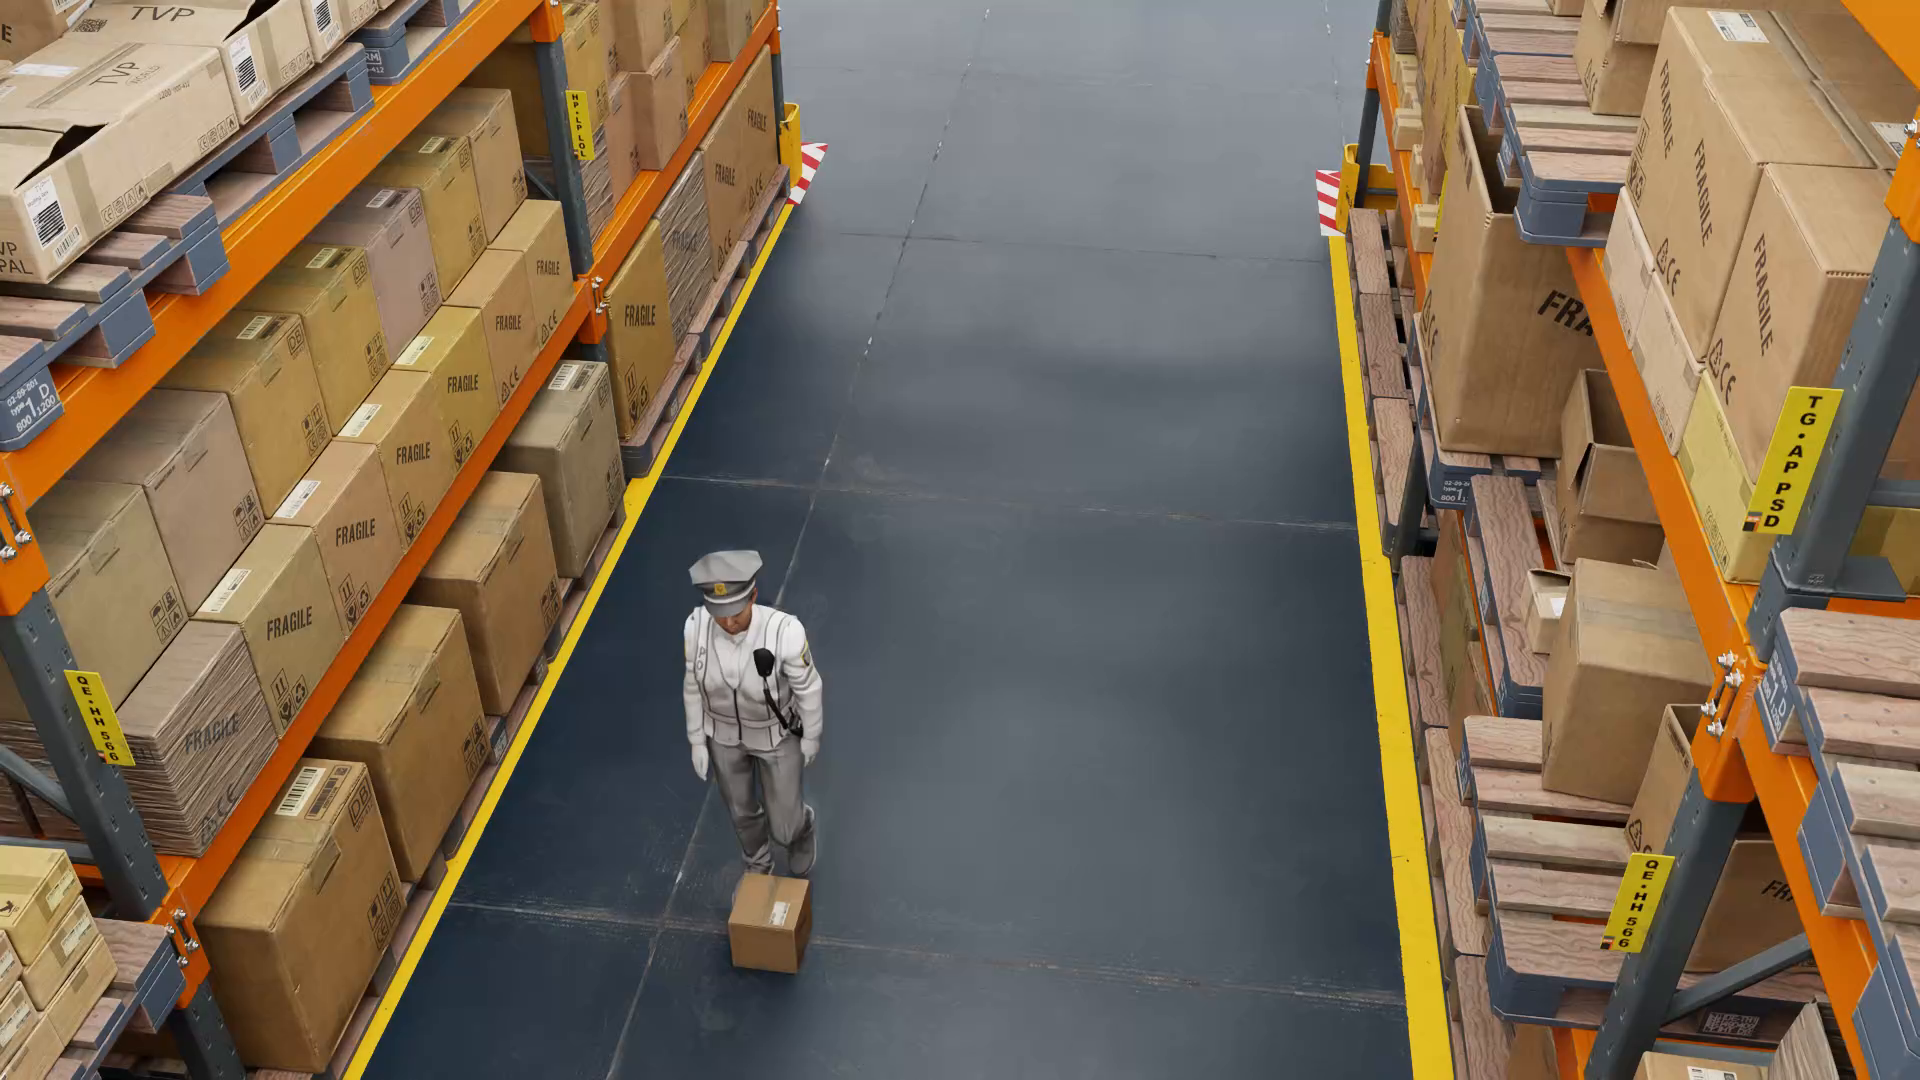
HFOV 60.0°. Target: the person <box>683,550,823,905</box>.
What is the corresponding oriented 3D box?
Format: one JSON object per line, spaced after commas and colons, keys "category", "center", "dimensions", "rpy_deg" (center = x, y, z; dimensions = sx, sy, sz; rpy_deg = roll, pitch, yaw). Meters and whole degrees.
{"category": "person", "center": [-0.735, 0.687, 6.065], "dimensions": [0.497, 1.659, 0.448], "rpy_deg": [6, 37, 9]}
